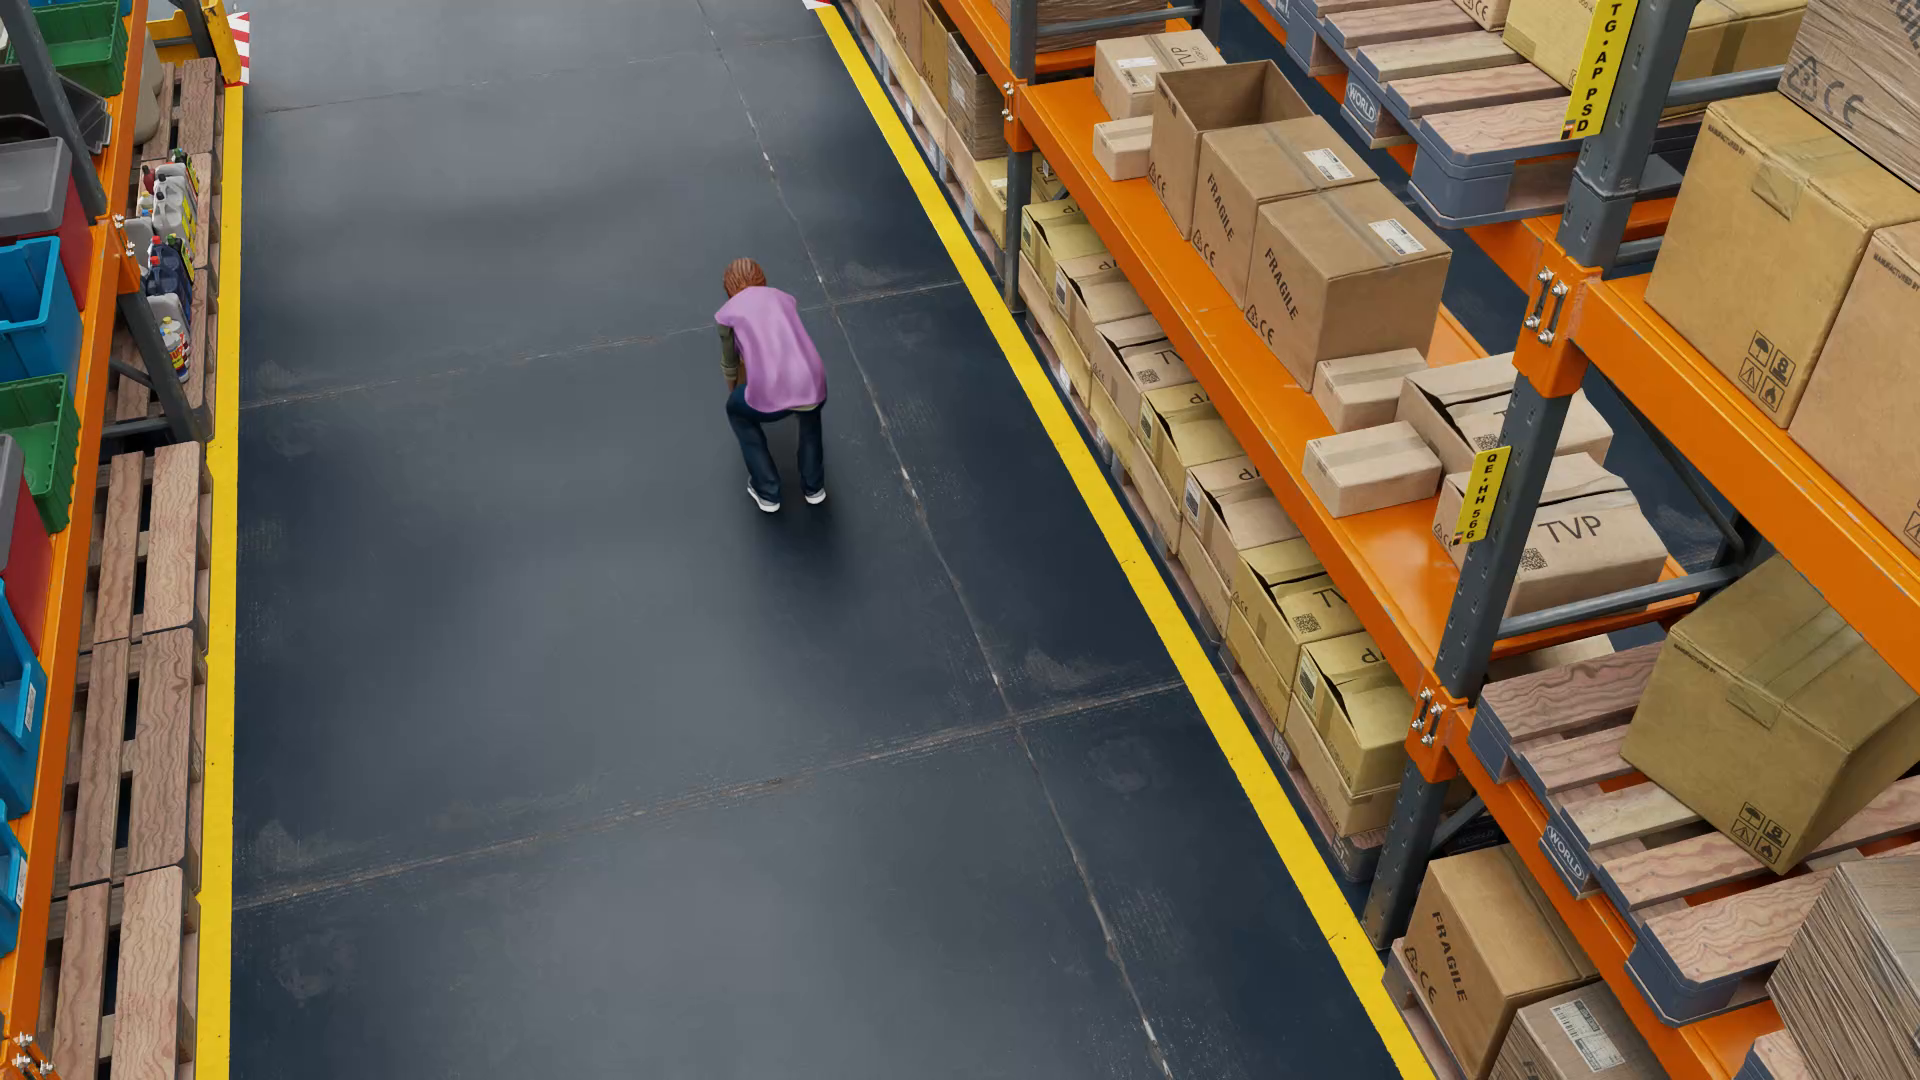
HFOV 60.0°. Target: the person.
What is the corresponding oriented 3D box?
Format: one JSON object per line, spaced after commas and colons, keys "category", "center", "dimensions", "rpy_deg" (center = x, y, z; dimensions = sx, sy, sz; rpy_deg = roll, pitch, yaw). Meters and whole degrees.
{"category": "person", "center": [-0.835, -0.660, 7.359], "dimensions": [0.425, 0.947, 0.863], "rpy_deg": [-14, 45, -15]}
